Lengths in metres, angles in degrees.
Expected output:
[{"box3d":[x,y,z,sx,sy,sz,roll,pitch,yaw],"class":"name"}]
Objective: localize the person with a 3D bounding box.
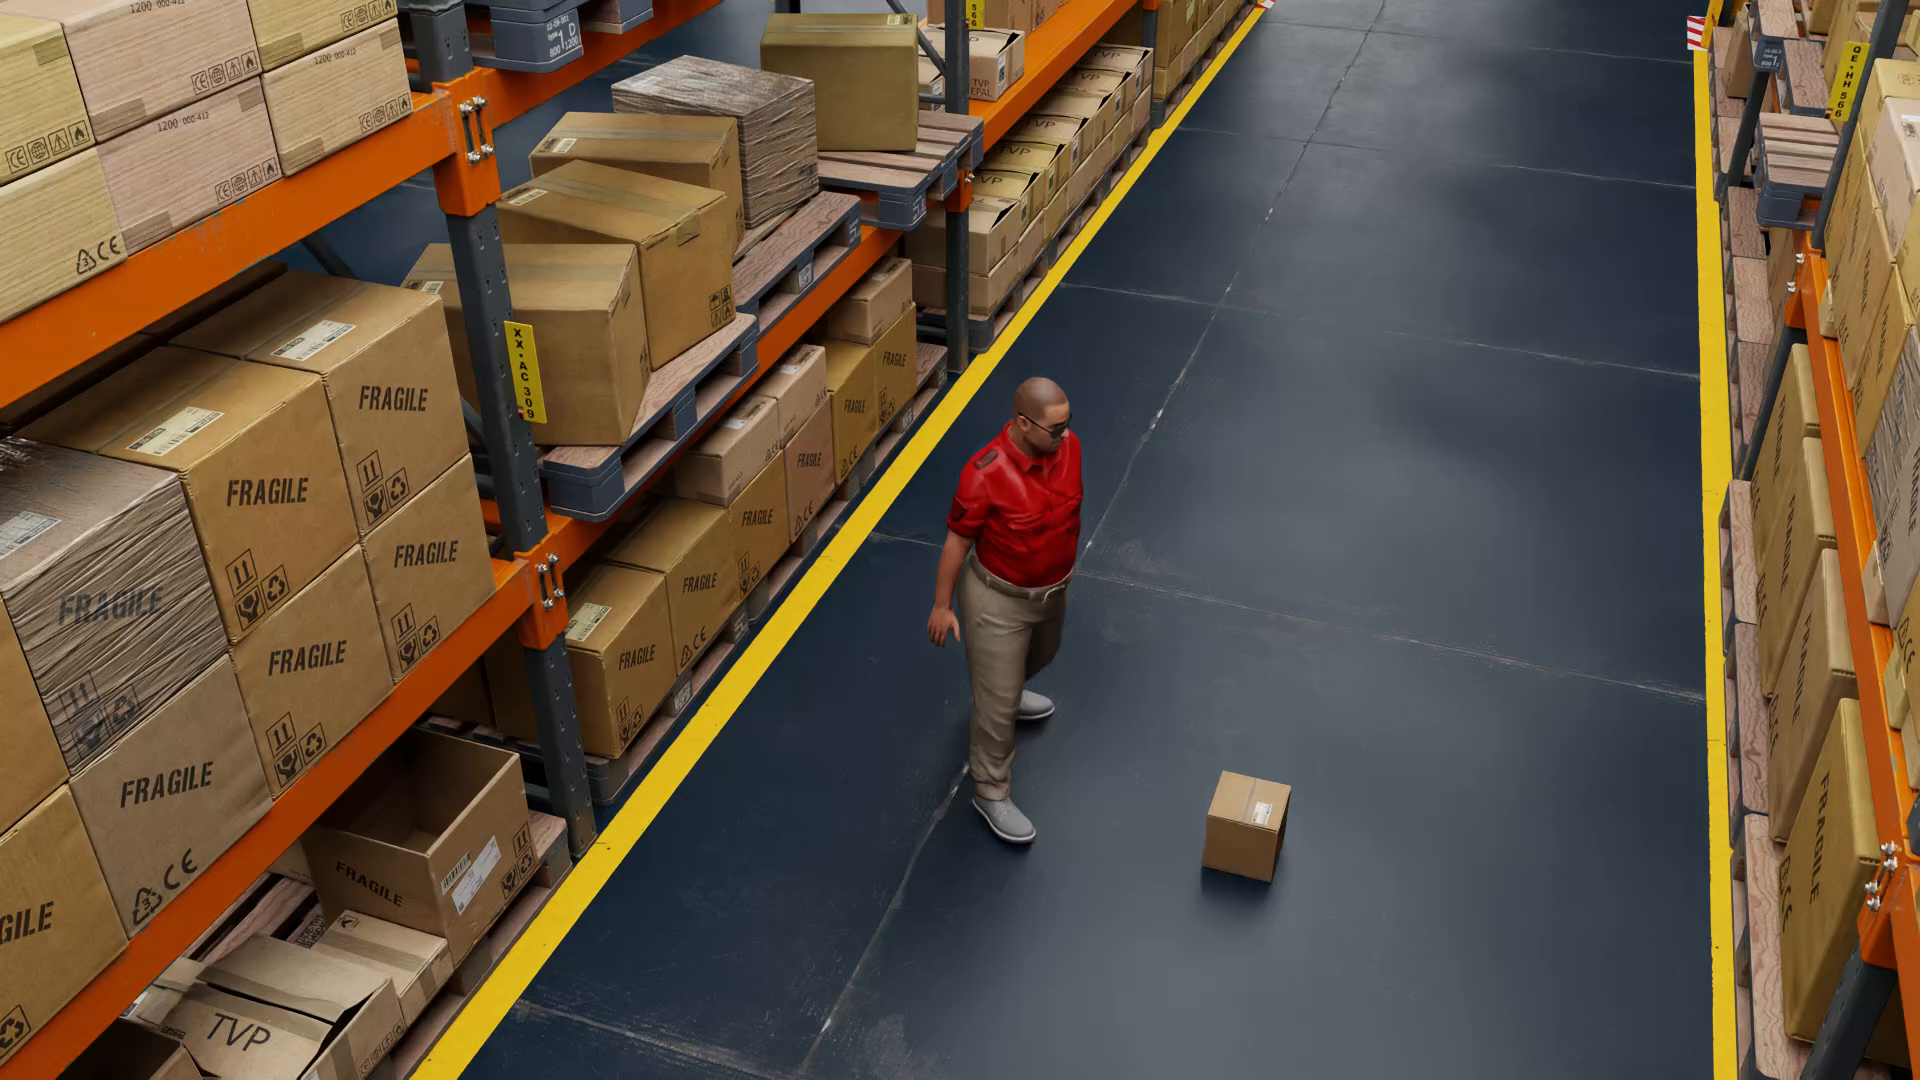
[{"box3d":[0.202,0.156,5.911,0.685,1.702,0.703,-28,43,-36],"class":"person"}]
